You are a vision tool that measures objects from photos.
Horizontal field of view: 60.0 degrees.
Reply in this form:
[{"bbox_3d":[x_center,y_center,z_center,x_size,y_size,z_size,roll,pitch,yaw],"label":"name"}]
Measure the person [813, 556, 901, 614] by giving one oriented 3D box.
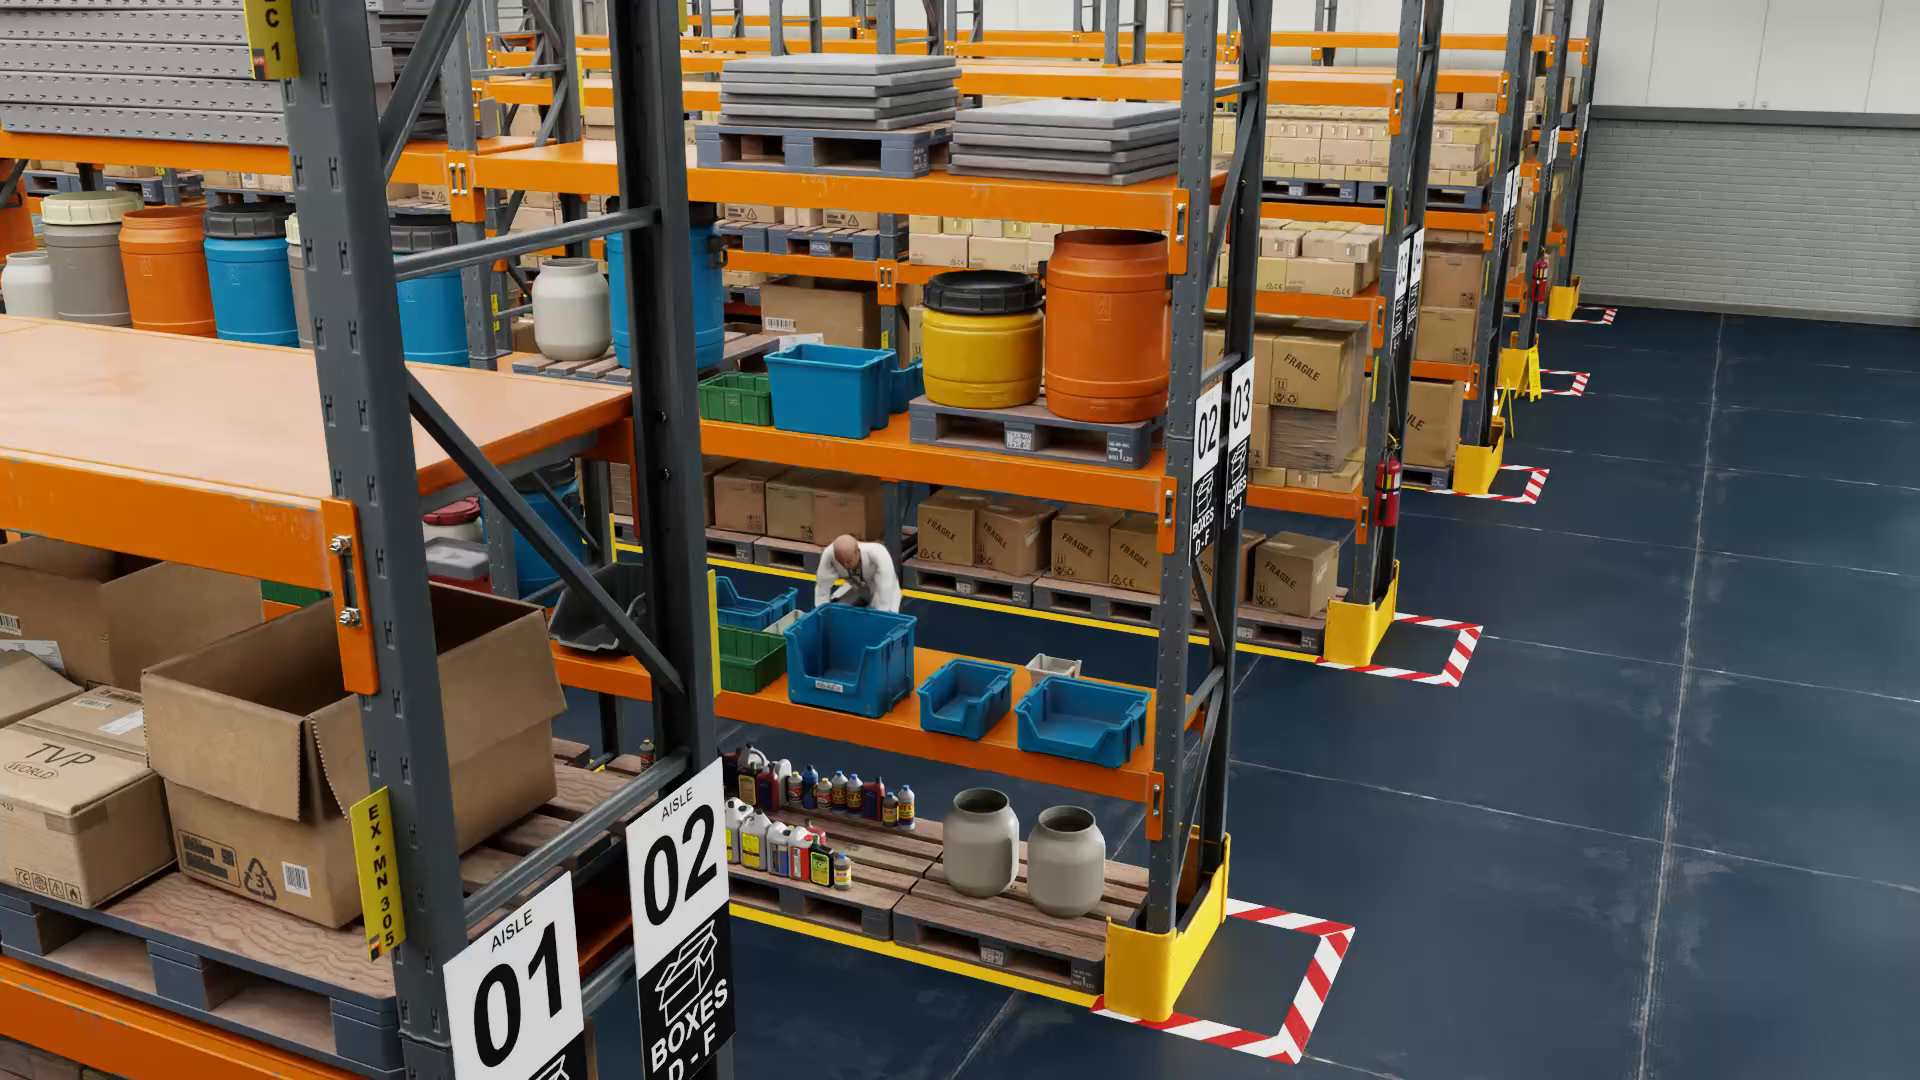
[{"bbox_3d":[-0.735,0.547,12.234,0.611,1.101,0.872,8,20,23],"label":"person"}]
